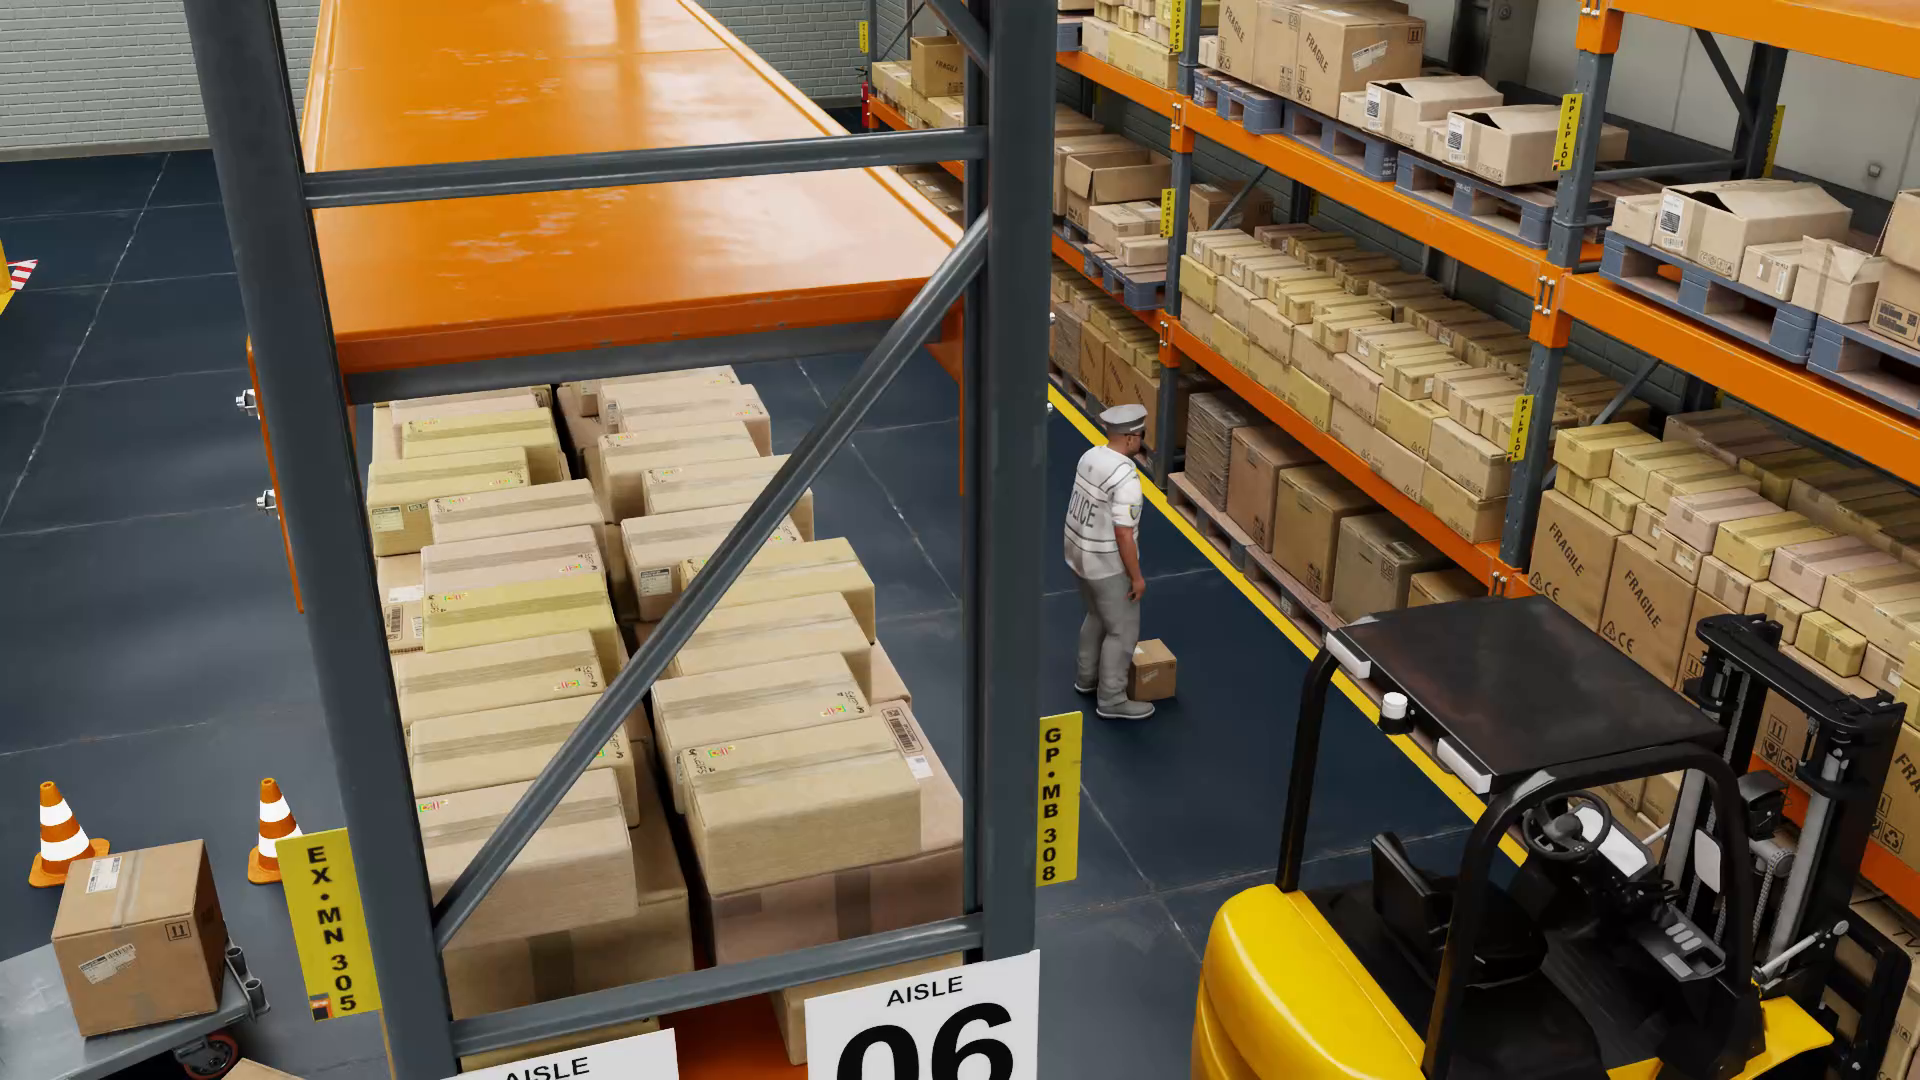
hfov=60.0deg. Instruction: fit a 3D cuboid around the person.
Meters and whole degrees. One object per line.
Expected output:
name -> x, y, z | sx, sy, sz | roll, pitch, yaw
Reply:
person -> 0.809, 0.113, 9.121 | 0.431, 1.750, 0.606 | -10, 28, -19
